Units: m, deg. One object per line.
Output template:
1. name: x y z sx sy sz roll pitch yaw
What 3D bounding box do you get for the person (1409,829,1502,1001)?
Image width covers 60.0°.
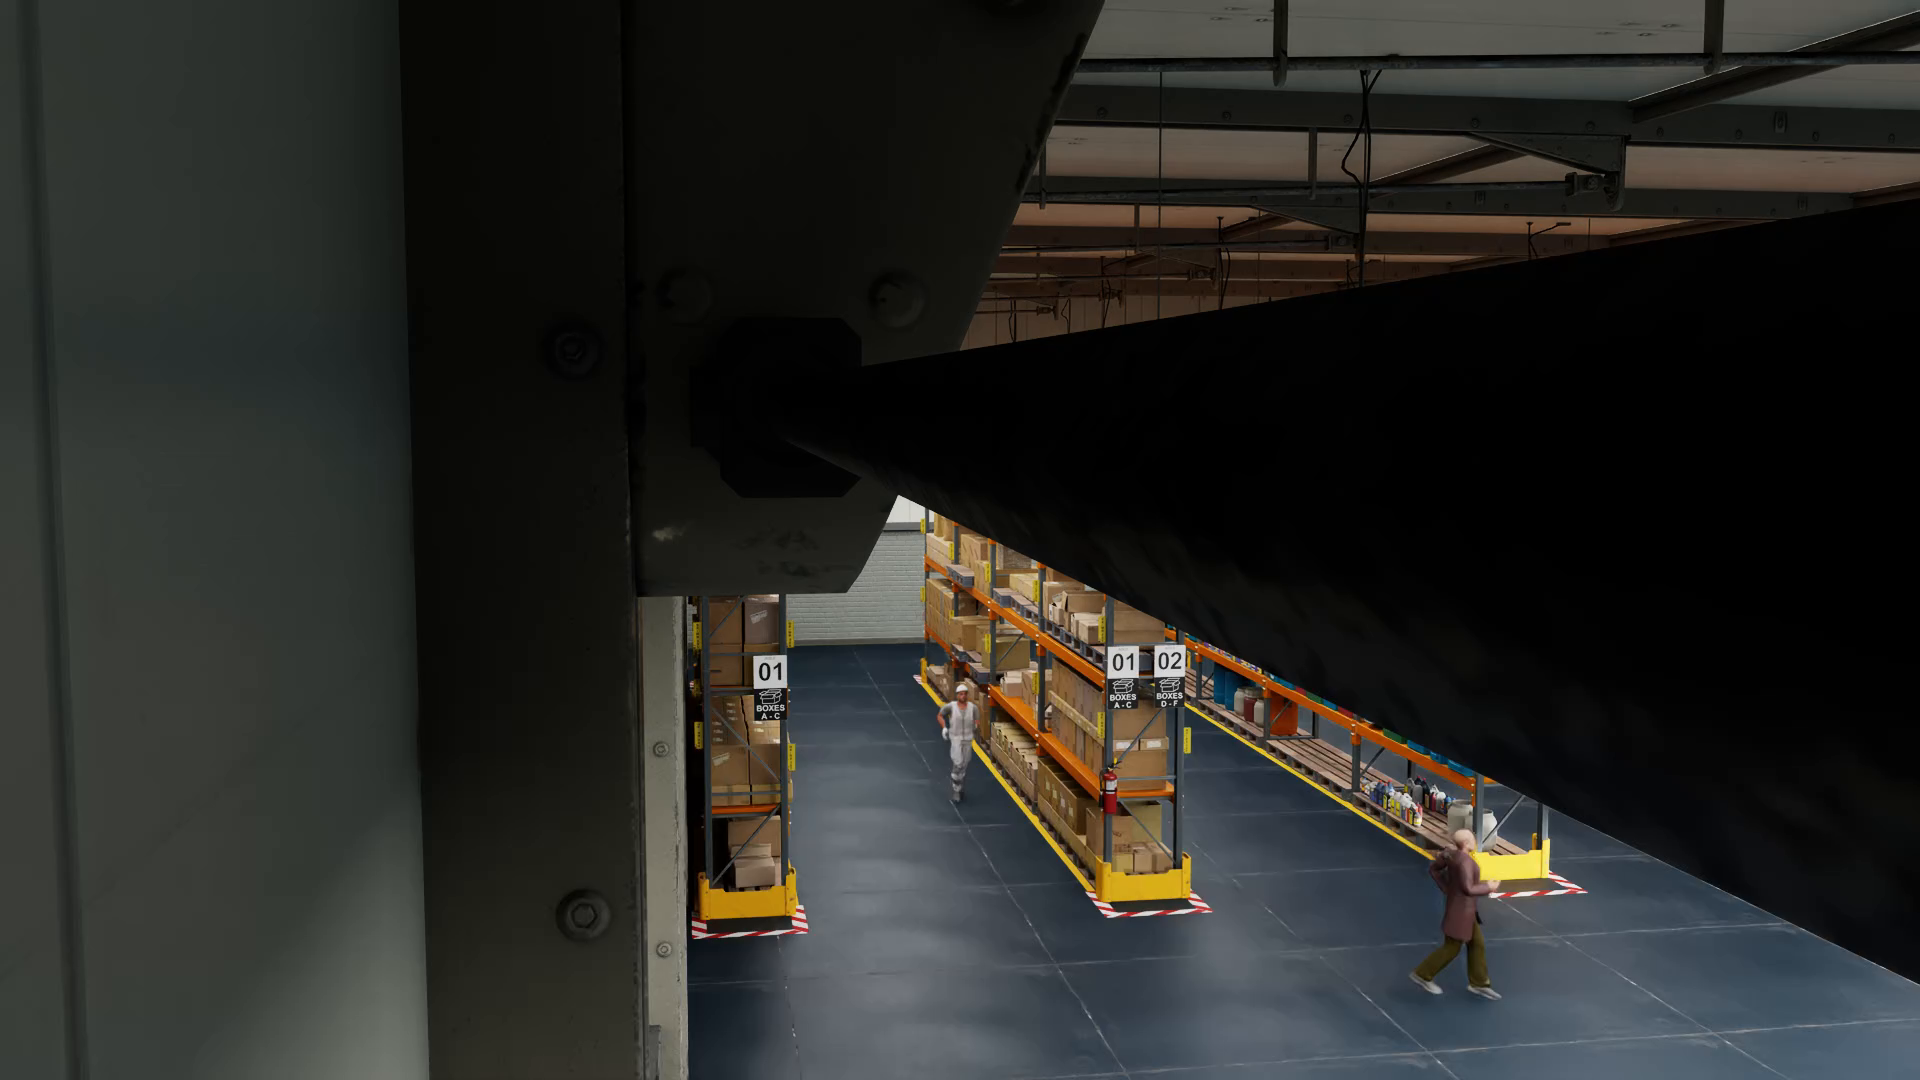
1. person: 5.188 3.917 17.314 0.966 1.821 0.679 1 5 7

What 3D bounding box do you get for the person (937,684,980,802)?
1. person: 0.020 3.164 25.966 0.631 1.830 0.754 -2 5 -17
